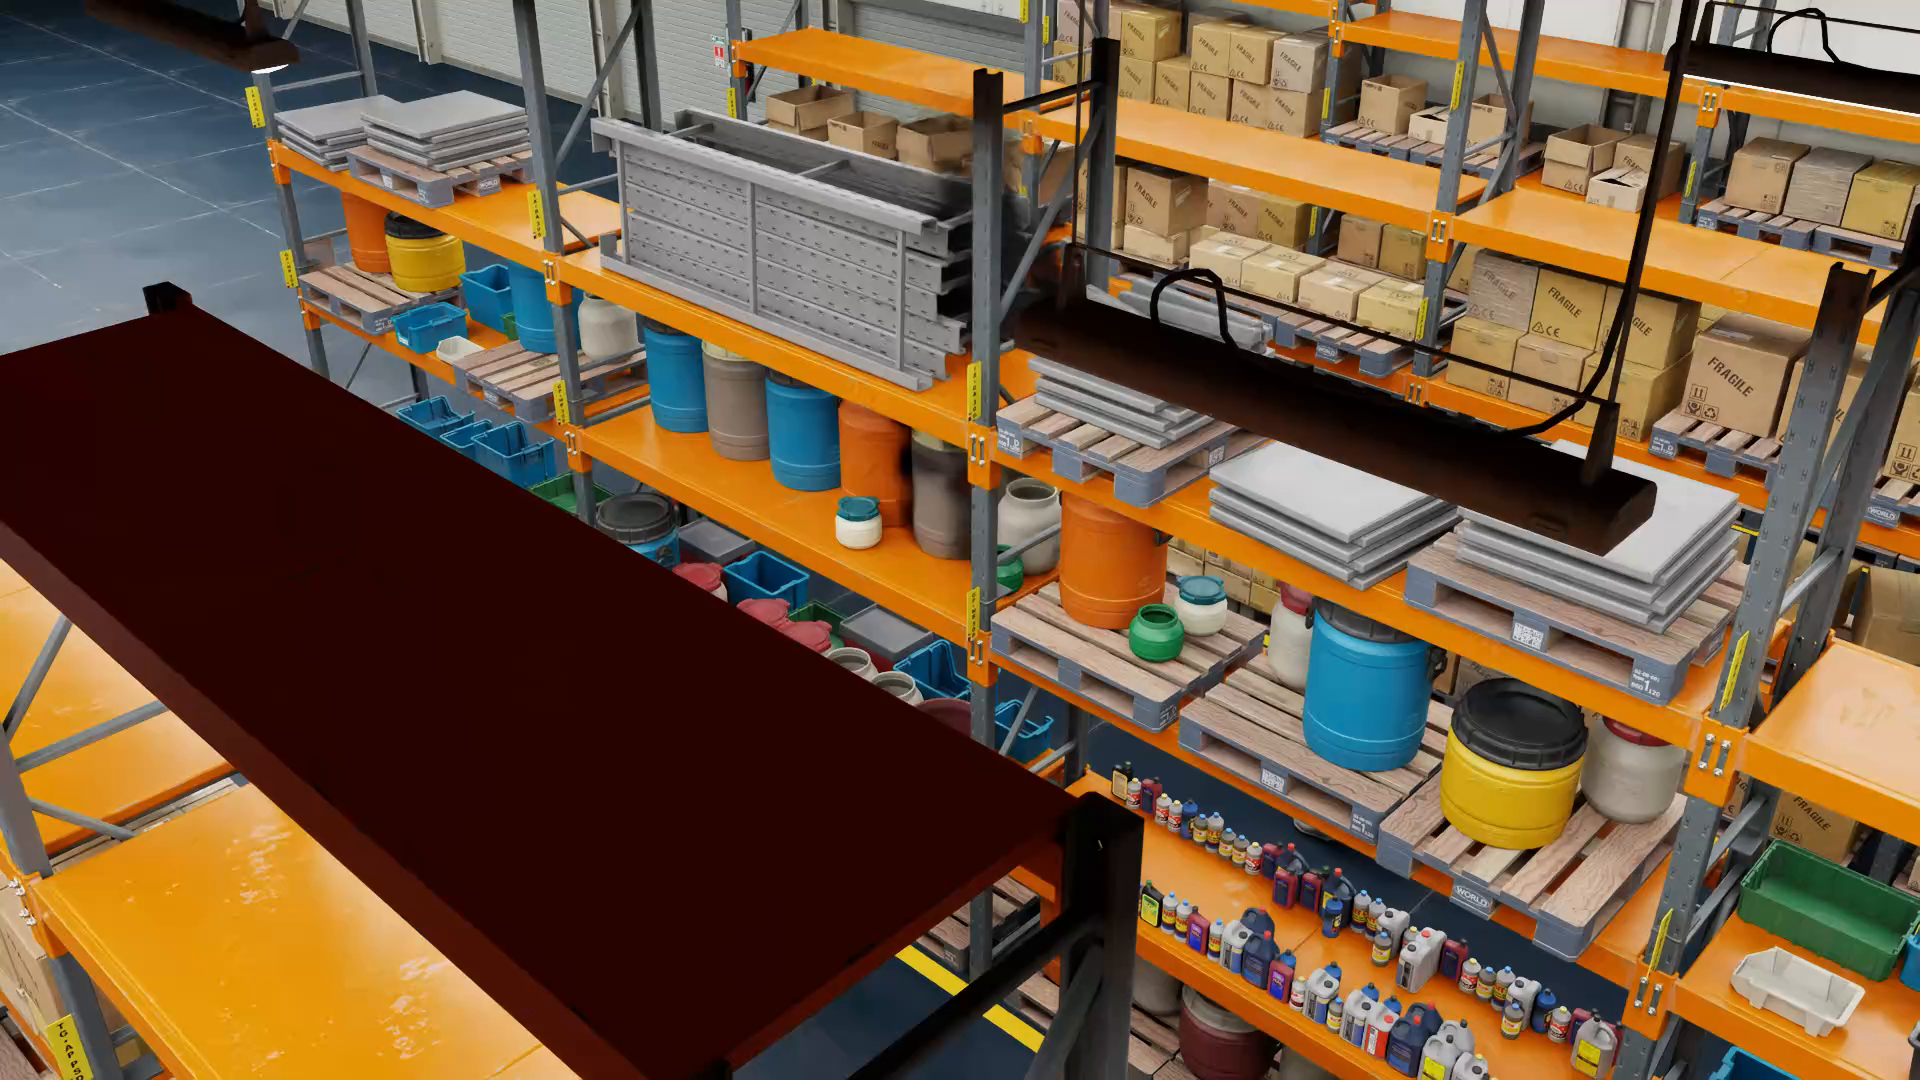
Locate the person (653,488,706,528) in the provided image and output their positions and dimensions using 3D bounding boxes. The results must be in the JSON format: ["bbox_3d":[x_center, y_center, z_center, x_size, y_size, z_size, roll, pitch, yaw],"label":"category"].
[{"bbox_3d":[-2.433,-0.303,15.175,0.662,1.619,1.091,-25,38,-37],"label":"person"}]

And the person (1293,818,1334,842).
[{"bbox_3d":[2.832,1.490,11.871,0.782,1.682,0.674,20,35,31],"label":"person"}]
